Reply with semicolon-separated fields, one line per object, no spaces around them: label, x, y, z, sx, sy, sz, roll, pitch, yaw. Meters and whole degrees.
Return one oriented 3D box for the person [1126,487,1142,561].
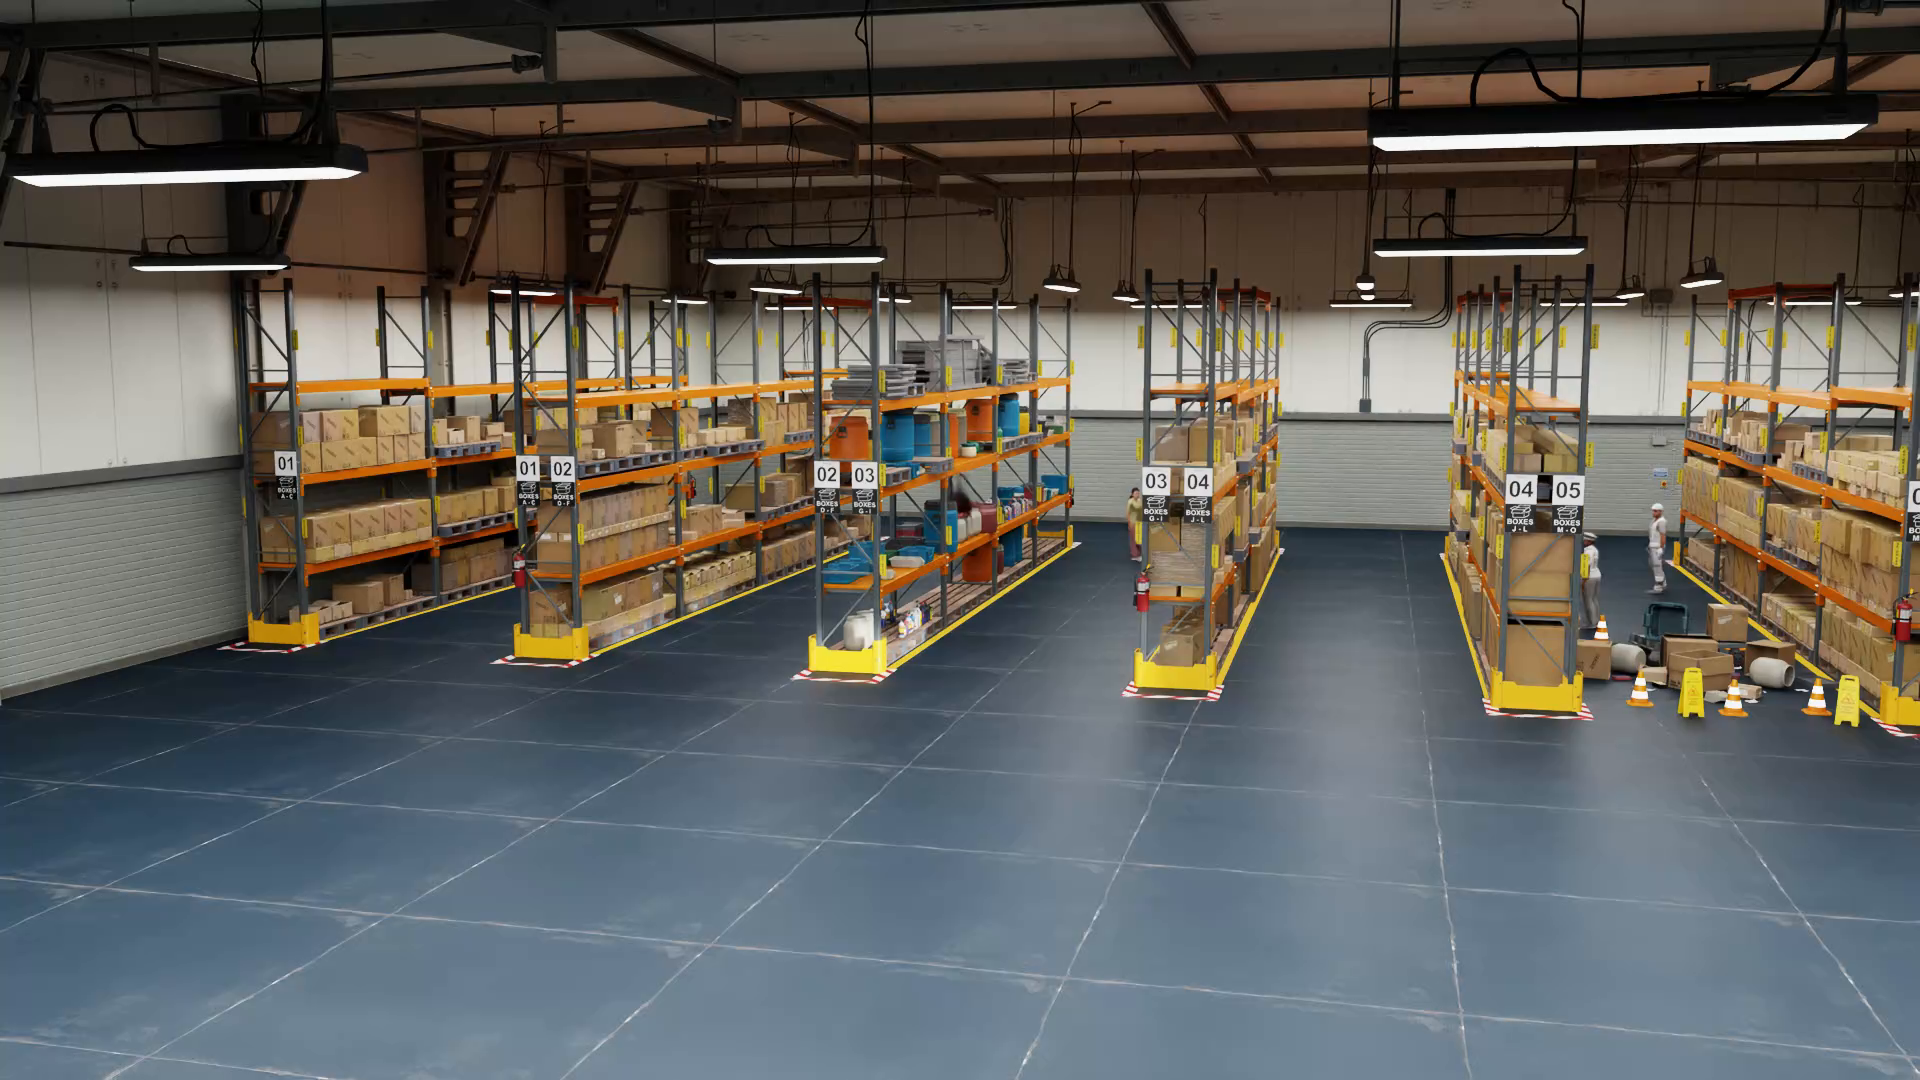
person;4.034;-0.355;37.872;0.540;1.706;0.448;-6;9;-42

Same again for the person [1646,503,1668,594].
person;13.838;0.145;32.950;0.380;1.752;0.533;3;8;24

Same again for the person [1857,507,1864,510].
person;19.004;-0.041;35.324;0.567;1.660;0.520;3;7;21

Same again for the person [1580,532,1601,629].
person;10.948;0.710;28.939;0.522;1.675;0.397;-7;10;-44
